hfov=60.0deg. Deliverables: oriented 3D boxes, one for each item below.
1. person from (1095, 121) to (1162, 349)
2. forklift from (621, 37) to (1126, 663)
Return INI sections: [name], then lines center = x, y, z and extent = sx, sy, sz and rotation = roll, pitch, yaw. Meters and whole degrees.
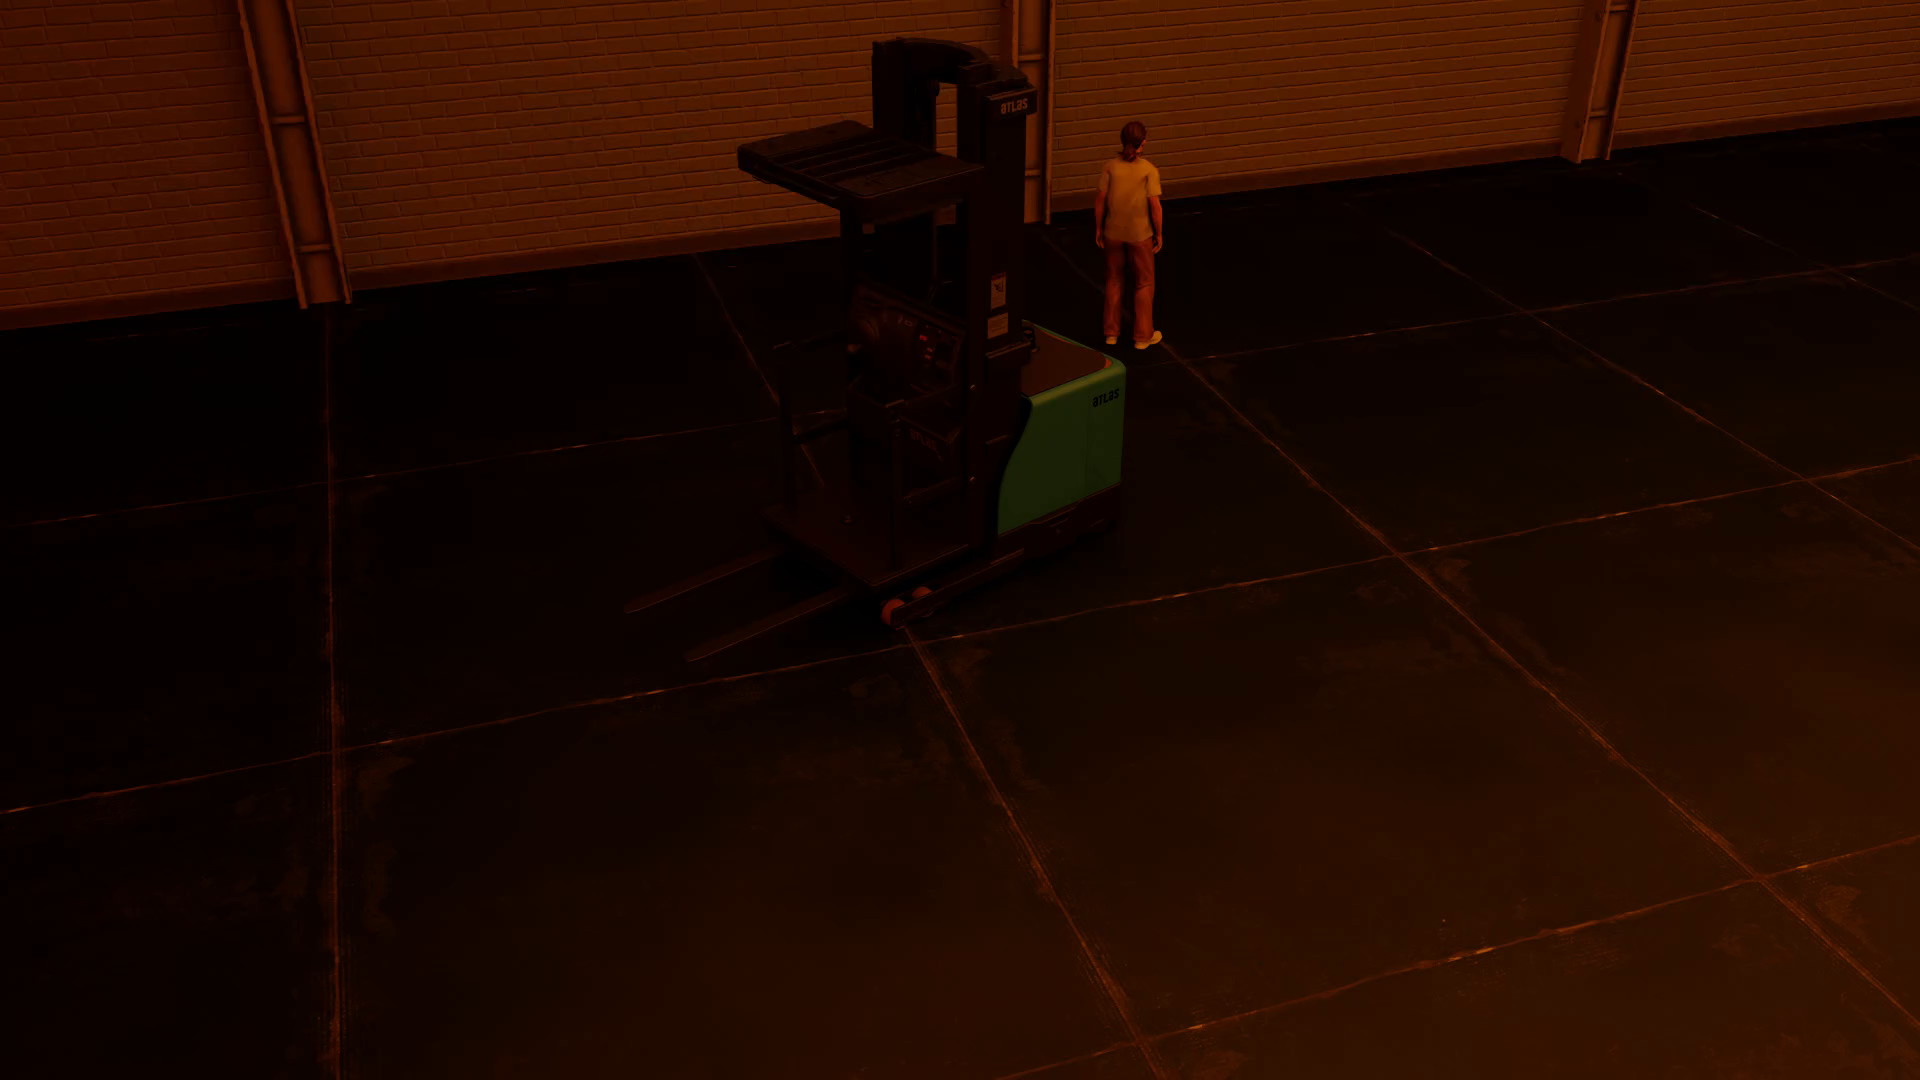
[person]
center = 1.250, -2.238, 12.241
extent = 0.521, 1.672, 0.360
rotation = 11, 32, 18
[forklift]
center = -0.461, -1.072, 8.951
extent = 3.031, 2.935, 1.130
rotation = -23, 37, -34
